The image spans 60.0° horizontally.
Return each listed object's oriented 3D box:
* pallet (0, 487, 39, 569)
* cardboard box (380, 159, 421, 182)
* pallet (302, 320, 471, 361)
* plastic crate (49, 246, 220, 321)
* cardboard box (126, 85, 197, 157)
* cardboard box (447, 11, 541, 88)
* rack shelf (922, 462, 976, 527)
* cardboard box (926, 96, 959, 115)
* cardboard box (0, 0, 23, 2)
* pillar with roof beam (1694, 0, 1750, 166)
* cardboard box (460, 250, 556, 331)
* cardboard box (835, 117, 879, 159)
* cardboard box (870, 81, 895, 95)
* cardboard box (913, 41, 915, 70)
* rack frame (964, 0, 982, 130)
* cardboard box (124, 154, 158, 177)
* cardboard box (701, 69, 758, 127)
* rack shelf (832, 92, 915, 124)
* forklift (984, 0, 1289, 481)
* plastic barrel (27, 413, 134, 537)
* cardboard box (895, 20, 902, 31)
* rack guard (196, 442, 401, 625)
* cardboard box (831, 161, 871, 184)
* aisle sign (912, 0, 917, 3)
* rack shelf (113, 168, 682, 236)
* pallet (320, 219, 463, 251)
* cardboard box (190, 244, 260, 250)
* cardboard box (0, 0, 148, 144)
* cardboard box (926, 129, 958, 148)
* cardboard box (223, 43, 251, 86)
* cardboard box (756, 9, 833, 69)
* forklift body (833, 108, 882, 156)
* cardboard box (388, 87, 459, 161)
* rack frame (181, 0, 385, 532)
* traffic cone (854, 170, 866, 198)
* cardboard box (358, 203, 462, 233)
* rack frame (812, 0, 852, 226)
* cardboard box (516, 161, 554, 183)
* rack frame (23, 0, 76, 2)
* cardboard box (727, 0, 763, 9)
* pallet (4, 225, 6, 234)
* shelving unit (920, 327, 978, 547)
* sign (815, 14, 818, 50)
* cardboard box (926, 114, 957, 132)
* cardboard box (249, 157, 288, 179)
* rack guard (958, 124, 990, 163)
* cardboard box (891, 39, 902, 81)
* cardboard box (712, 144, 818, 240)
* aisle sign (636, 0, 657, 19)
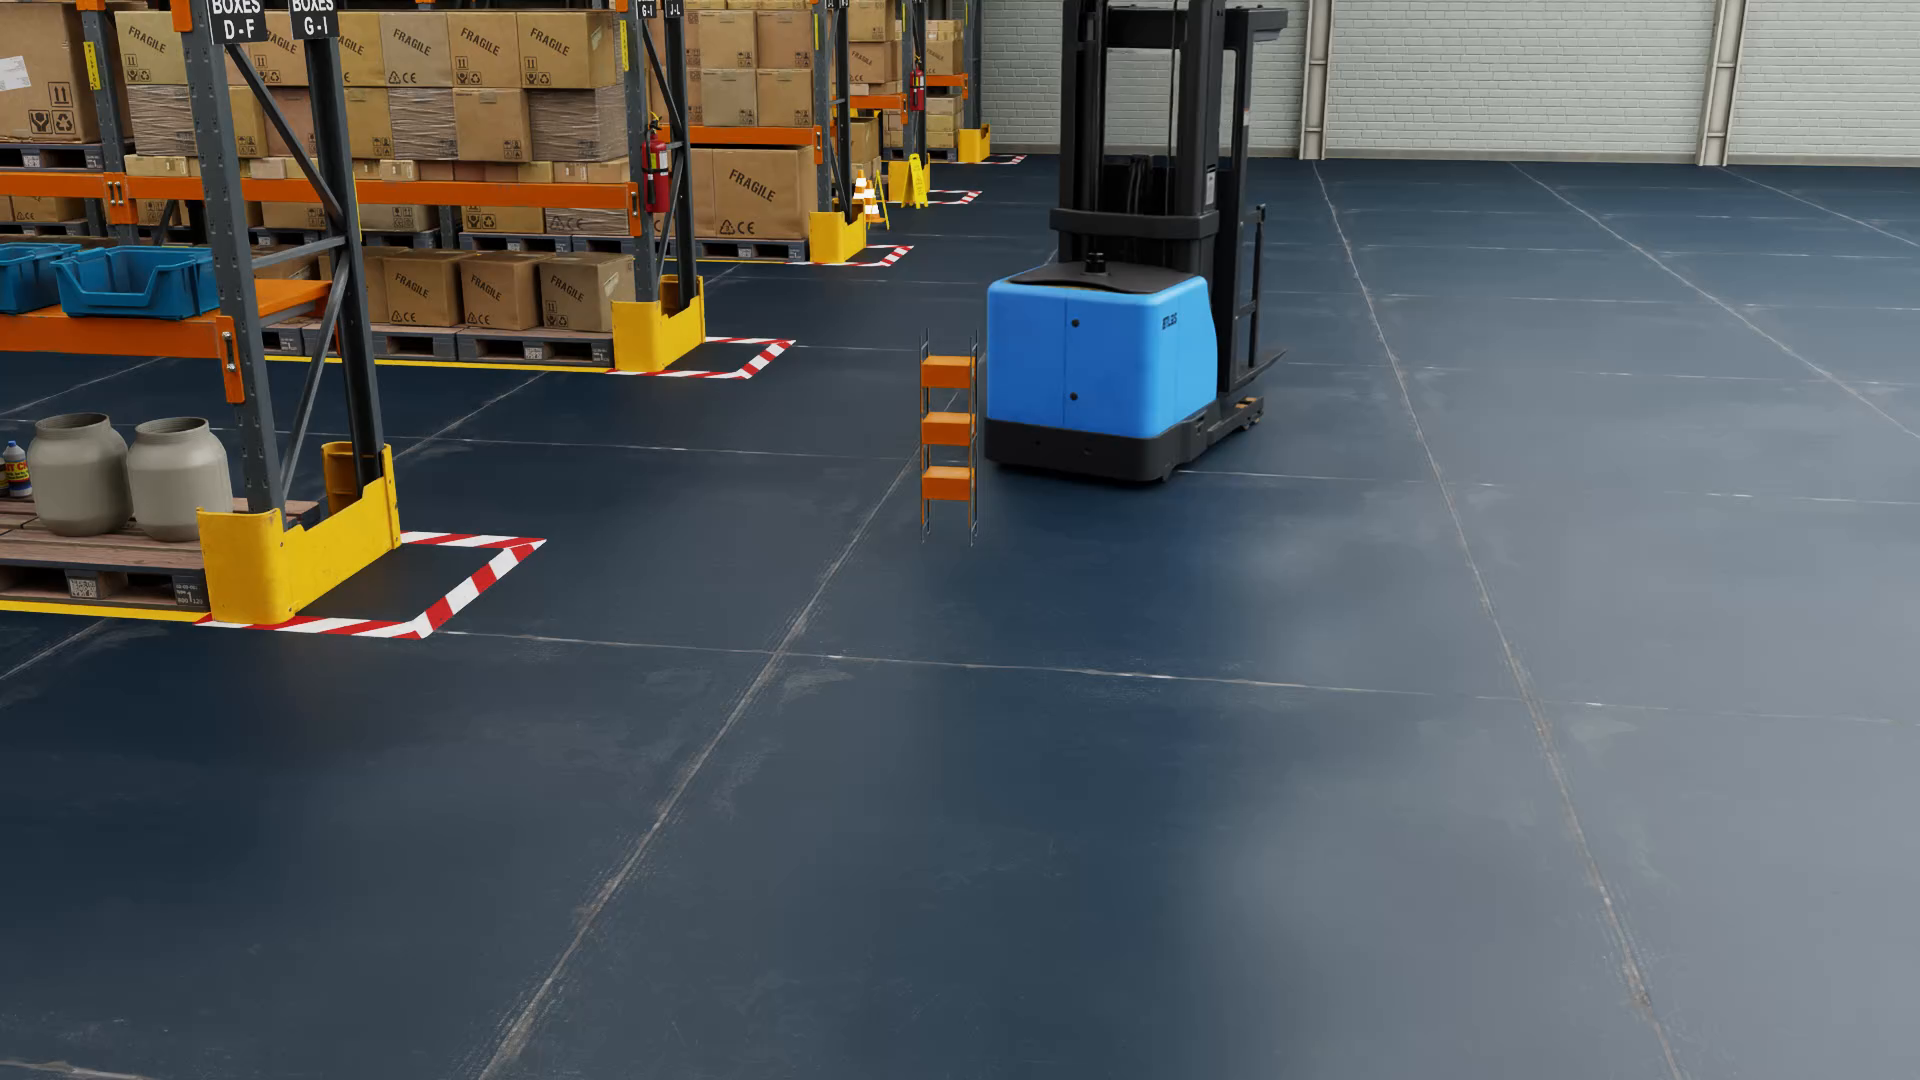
[{"bbox_3d":[-5.024,-0.024,8.044,1.213,0.211,1.003,3,19,9],"label":"pallet"},{"bbox_3d":[-3.966,-2.678,11.975,0.250,0.149,0.380,3,19,9],"label":"cardboard box"},{"bbox_3d":[-4.226,-1.600,12.753,1.213,0.211,1.003,3,19,9],"label":"pallet"},{"bbox_3d":[-3.481,-1.114,7.140,0.616,0.251,0.499,3,19,9],"label":"plastic crate"},{"bbox_3d":[-5.669,-3.153,12.371,0.500,0.500,0.875,3,19,9],"label":"cardboard box"},{"bbox_3d":[-3.231,-3.441,11.658,0.500,0.500,0.500,3,19,9],"label":"cardboard box"},{"bbox_3d":[-0.053,-0.227,8.236,0.240,0.259,0.215,3,19,9],"label":"rack shelf"},{"bbox_3d":[-0.302,-6.760,25.874,0.500,0.250,0.500,4,19,10],"label":"cardboard box"},{"bbox_3d":[-12.785,-7.258,22.513,0.250,0.149,0.380,3,19,8],"label":"cardboard box"},{"bbox_3d":[10.822,-8.674,20.046,0.400,9.000,9.100,3,19,9],"label":"pillar with roof beam"},{"bbox_3d":[-3.363,-1.875,12.456,0.500,0.500,0.500,8,20,23],"label":"cardboard box"},{"bbox_3d":[-1.358,-5.289,21.871,0.500,0.500,0.500,2,19,7],"label":"cardboard box"},{"bbox_3d":[-0.985,-5.742,21.133,0.250,0.149,0.380,4,19,10],"label":"cardboard box"},{"bbox_3d":[-0.837,-7.484,25.784,0.500,0.500,0.500,4,19,10],"label":"cardboard box"},{"bbox_3d":[0.202,-7.465,25.885,0.127,3.000,1.000,3,19,9],"label":"rack frame"},{"bbox_3d":[-5.939,-2.782,12.286,0.250,0.149,0.380,3,19,9],"label":"cardboard box"},{"bbox_3d":[-2.187,-4.450,16.639,0.550,0.550,0.875,3,19,9],"label":"cardboard box"},{"bbox_3d":[-2.557,-5.669,21.652,4.000,0.370,1.077,3,19,9],"label":"rack shelf"},{"bbox_3d":[1.269,-2.130,10.050,1.130,2.935,3.031,9,21,26],"label":"forklift"},{"bbox_3d":[-4.096,-0.307,7.752,0.421,0.512,0.421,0,18,0],"label":"plastic barrel"},{"bbox_3d":[-0.930,-7.956,25.705,0.250,0.149,0.380,3,19,9],"label":"cardboard box"},{"bbox_3d":[-3.022,-0.057,7.685,0.348,0.500,1.175,3,19,9],"label":"rack guard"},{"bbox_3d":[-1.446,-4.762,21.480,0.500,0.250,0.500,3,19,8],"label":"cardboard box"},{"bbox_3d":[-0.567,-7.048,20.544,0.004,0.787,0.394,3,19,9],"label":"aisle sign"},{"bbox_3d":[-4.128,-2.564,12.373,4.000,0.370,1.077,3,19,9],"label":"rack shelf"},{"bbox_3d":[-5.990,-3.248,17.677,1.213,0.211,1.003,3,19,9],"label":"pallet"},{"bbox_3d":[-5.715,-1.987,12.792,0.500,0.500,0.500,2,19,7],"label":"cardboard box"},{"bbox_3d":[-6.865,-3.574,12.649,1.000,1.000,1.000,3,19,9],"label":"cardboard box"},{"bbox_3d":[-0.312,-6.285,26.030,0.500,0.250,0.500,3,19,9],"label":"cardboard box"},{"bbox_3d":[-5.205,-3.542,11.959,0.500,0.500,0.500,3,19,9],"label":"cardboard box"},{"bbox_3d":[-1.628,-4.968,16.484,0.550,0.550,0.875,3,19,9],"label":"cardboard box"},{"bbox_3d":[-1.960,-6.586,24.597,1.214,2.155,2.313,3,19,9],"label":"forklift body"},{"bbox_3d":[-3.692,-3.056,12.082,0.500,0.500,0.875,3,19,9],"label":"cardboard box"},{"bbox_3d":[-2.939,-1.253,7.321,0.127,3.000,1.000,3,19,9],"label":"rack frame"},{"bbox_3d":[-1.211,-4.324,20.497,0.334,0.463,0.336,3,19,9],"label":"traffic cone"},{"bbox_3d":[-5.844,-3.690,17.488,0.750,0.750,1.050,3,19,8],"label":"cardboard box"},{"bbox_3d":[-1.267,-4.354,16.587,0.127,3.000,1.000,3,19,9],"label":"rack frame"},{"bbox_3d":[-2.970,-2.645,11.875,0.250,0.149,0.380,3,19,9],"label":"cardboard box"},{"bbox_3d":[-12.430,-6.513,23.042,0.127,3.000,1.000,3,19,9],"label":"rack frame"},{"bbox_3d":[-2.610,-6.619,21.157,0.500,0.500,0.700,3,19,8],"label":"cardboard box"},{"bbox_3d":[-11.138,-3.536,18.538,1.213,0.211,1.003,3,19,9],"label":"pallet"},{"bbox_3d":[-0.053,-0.501,8.145,0.252,1.050,0.215,3,19,9],"label":"shelving unit"},{"bbox_3d":[-1.367,-4.846,15.860,0.005,0.325,0.100,3,19,9],"label":"sign"},{"bbox_3d":[-0.328,-6.524,25.956,0.500,0.250,0.500,3,19,8],"label":"cardboard box"},{"bbox_3d":[-4.954,-2.726,12.120,0.250,0.149,0.380,3,19,9],"label":"cardboard box"},{"bbox_3d":[0.225,-6.278,26.278,0.348,0.500,1.175,3,19,9],"label":"rack guard"},{"bbox_3d":[-1.006,-6.209,21.505,0.500,0.500,0.500,3,19,8],"label":"cardboard box"},{"bbox_3d":[-1.947,-3.559,16.898,0.875,0.875,0.875,3,19,9],"label":"cardboard box"},{"bbox_3d":[-2.140,-3.940,11.256,0.004,0.787,0.394,3,19,9],"label":"aisle sign"}]
